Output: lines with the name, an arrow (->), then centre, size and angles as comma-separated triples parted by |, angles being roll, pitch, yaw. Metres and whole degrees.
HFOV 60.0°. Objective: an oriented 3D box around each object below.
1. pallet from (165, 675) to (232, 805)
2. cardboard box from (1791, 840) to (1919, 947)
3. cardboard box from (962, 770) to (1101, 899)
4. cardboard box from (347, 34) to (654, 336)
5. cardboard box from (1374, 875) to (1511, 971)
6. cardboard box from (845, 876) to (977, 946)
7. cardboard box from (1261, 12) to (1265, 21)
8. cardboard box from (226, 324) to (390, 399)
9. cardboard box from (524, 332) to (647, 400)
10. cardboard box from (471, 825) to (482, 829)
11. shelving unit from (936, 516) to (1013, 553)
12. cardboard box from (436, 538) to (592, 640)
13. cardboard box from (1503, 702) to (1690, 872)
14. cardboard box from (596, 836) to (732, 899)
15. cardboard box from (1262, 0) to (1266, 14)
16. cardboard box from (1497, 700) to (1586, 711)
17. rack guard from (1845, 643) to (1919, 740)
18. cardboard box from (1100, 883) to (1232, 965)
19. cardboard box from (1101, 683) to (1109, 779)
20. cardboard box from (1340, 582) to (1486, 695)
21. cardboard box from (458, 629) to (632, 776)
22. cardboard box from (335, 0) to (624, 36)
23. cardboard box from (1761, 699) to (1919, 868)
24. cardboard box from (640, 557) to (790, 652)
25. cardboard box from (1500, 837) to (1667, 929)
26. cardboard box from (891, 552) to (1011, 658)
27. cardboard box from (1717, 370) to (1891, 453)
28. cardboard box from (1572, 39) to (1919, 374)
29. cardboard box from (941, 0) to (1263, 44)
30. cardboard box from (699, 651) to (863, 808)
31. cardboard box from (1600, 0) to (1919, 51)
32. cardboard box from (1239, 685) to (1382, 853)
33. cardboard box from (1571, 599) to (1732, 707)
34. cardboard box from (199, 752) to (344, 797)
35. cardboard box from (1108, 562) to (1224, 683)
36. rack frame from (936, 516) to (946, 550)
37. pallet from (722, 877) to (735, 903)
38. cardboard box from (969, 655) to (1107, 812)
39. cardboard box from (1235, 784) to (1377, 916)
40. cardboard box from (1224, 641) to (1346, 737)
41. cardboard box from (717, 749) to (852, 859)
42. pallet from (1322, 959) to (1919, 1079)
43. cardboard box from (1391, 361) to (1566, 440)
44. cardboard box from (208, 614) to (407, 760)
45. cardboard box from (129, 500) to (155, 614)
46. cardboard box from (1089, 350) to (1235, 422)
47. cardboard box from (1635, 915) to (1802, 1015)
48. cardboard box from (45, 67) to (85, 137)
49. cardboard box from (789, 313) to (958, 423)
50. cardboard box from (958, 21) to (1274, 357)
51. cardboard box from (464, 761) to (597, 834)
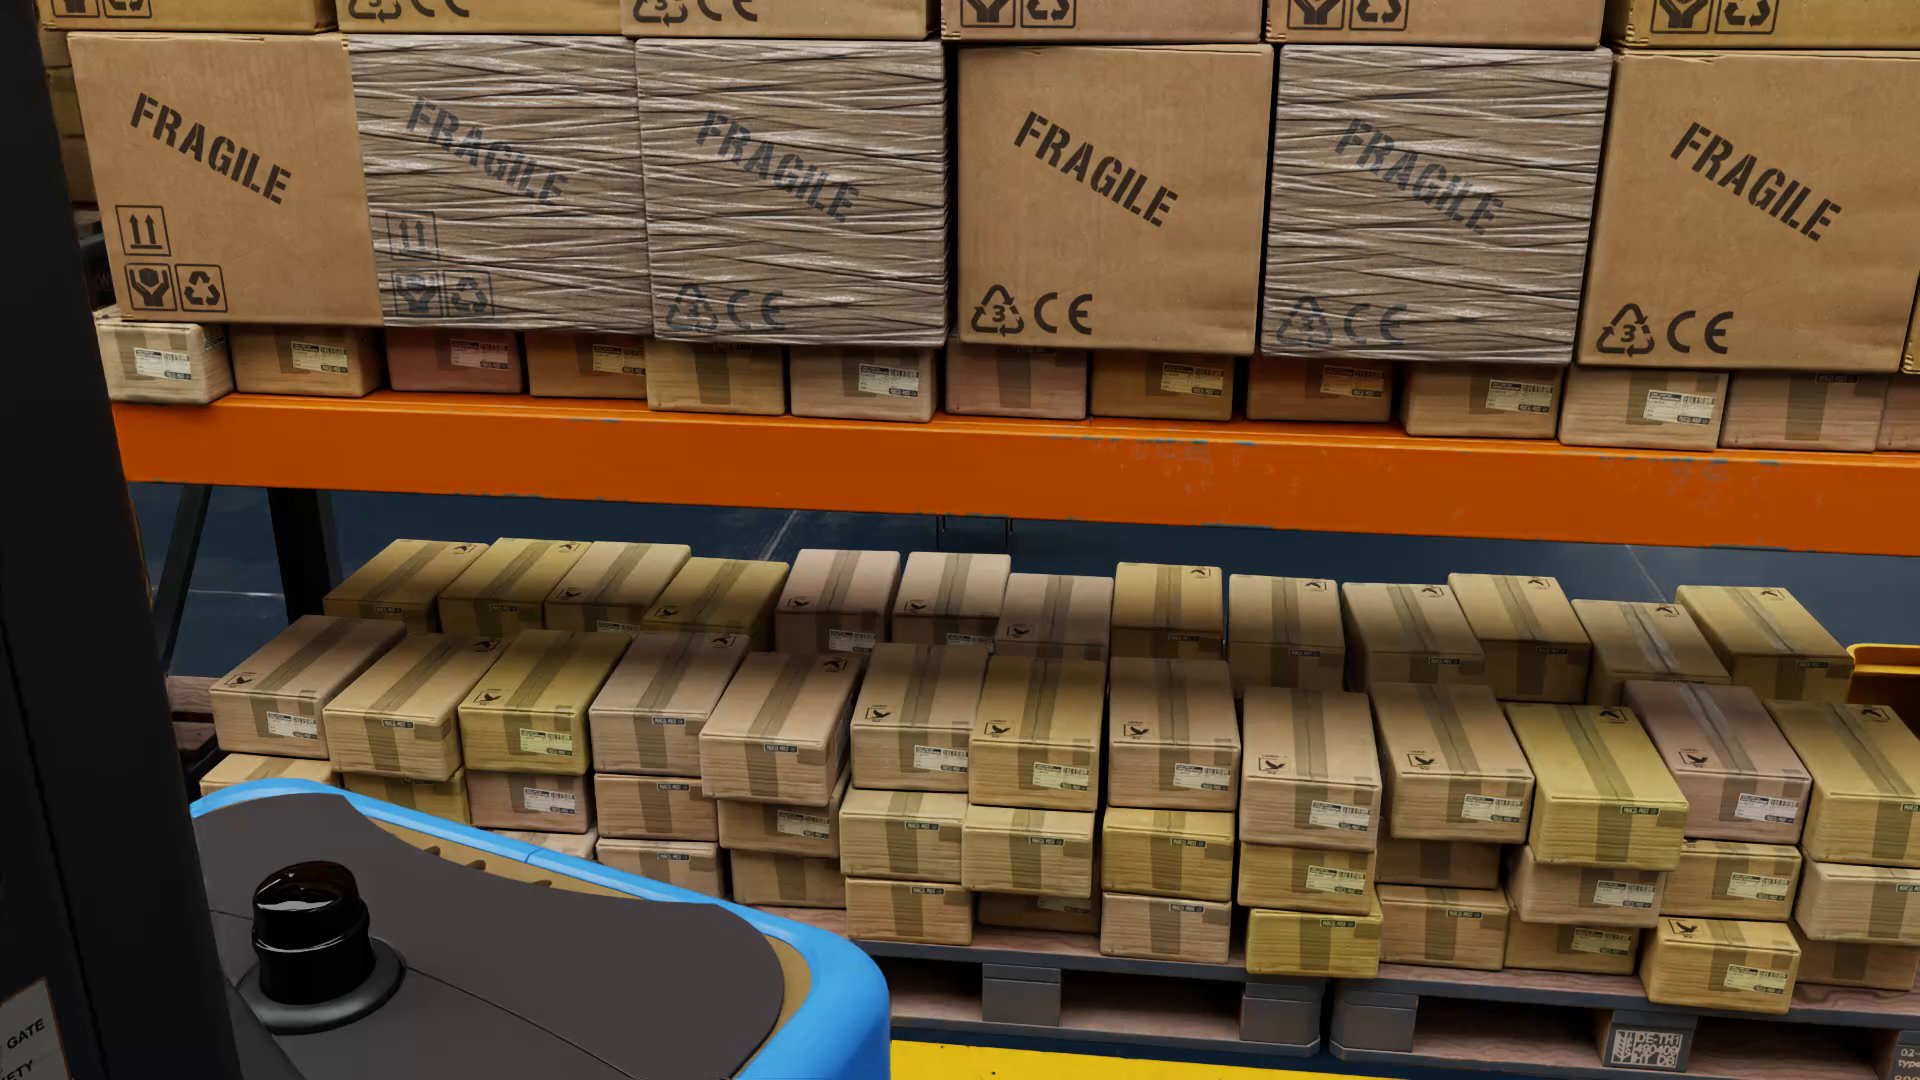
pallet -> -2.476, 0.629, 4.063 | 1.213, 0.211, 1.003 | 2, 22, 6
cardboard box -> 1.712, 0.611, 3.215 | 0.250, 0.149, 0.380 | 2, 22, 5
cardboard box -> 0.151, 0.552, 3.365 | 0.250, 0.149, 0.380 | 3, 22, 7
cardboard box -> -0.748, -0.688, 3.059 | 0.500, 0.500, 0.500 | 2, 22, 6
cardboard box -> 0.956, 0.699, 3.399 | 0.250, 0.149, 0.380 | 3, 22, 7
cardboard box -> -0.086, 0.670, 3.472 | 0.250, 0.149, 0.380 | 2, 22, 5
cardboard box -> 0.837, -0.807, 3.360 | 0.500, 0.500, 0.500 | 3, 22, 7
cardboard box -> -1.195, -0.402, 3.220 | 0.250, 0.149, 0.380 | 3, 22, 8
cardboard box -> -0.655, -0.396, 3.204 | 0.250, 0.149, 0.380 | 2, 22, 4
cardboard box -> -1.115, 0.640, 3.548 | 0.250, 0.149, 0.380 | 3, 22, 8
shelving unit -> 0.053, -0.486, 5.741 | 0.252, 1.050, 0.215 | 2, 22, 6
cardboard box -> -1.060, 0.136, 4.014 | 0.250, 0.149, 0.380 | 3, 22, 7
cardboard box -> 1.199, 0.465, 3.182 | 0.250, 0.149, 0.380 | 2, 22, 5
cardboard box -> -0.604, 0.624, 3.587 | 0.250, 0.149, 0.380 | 2, 22, 5
cardboard box -> 0.839, -1.278, 3.193 | 0.500, 0.500, 0.500 | 2, 22, 5
cardboard box -> 1.261, 0.403, 3.742 | 0.250, 0.149, 0.380 | 3, 22, 7
rack guard -> 2.194, 0.697, 3.497 | 0.348, 0.500, 1.175 | 2, 22, 6
cardboard box -> 0.426, 0.692, 3.417 | 0.250, 0.149, 0.380 | 3, 22, 7
cardboard box -> 0.249, 0.467, 3.985 | 0.250, 0.149, 0.380 | 3, 22, 6
cardboard box -> 1.010, 0.239, 3.753 | 0.250, 0.149, 0.380 | 1, 22, 4
cardboard box -> -0.862, 0.336, 3.508 | 0.250, 0.149, 0.380 | 2, 22, 6
cardboard box -> -0.767, -1.160, 2.892 | 0.500, 0.500, 0.500 | 2, 22, 5
cardboard box -> 1.714, 0.461, 3.190 | 0.250, 0.149, 0.380 | 3, 22, 7
cardboard box -> -0.564, 0.184, 3.893 | 0.250, 0.149, 0.380 | 3, 22, 8
cardboard box -> 1.195, 0.590, 3.270 | 0.250, 0.149, 0.380 | 2, 22, 4
cardboard box -> -0.015, 0.169, 3.930 | 0.250, 0.149, 0.380 | 2, 22, 4
cardboard box -> 1.419, -0.286, 2.925 | 0.250, 0.149, 0.380 | 2, 22, 6
cardboard box -> 1.282, -0.597, 2.828 | 0.500, 0.500, 0.500 | 2, 22, 5
cardboard box -> 0.239, -1.104, 2.751 | 0.500, 0.500, 0.500 | 2, 22, 4
cardboard box -> -0.357, 0.380, 3.397 | 0.250, 0.149, 0.380 | 3, 22, 7
cardboard box -> 1.283, -1.063, 2.648 | 0.500, 0.500, 0.500 | 2, 22, 4
cardboard box -> 0.676, 0.439, 3.246 | 0.250, 0.149, 0.380 | 3, 22, 8
cardboard box -> 1.501, 0.277, 3.656 | 0.250, 0.149, 0.380 | 3, 22, 7
cardboard box -> -1.380, 0.490, 3.523 | 0.250, 0.149, 0.380 | 3, 22, 9
cardboard box -> 0.480, 0.195, 3.863 | 0.250, 0.149, 0.380 | 3, 22, 7
rack frame -> -0.068, -0.491, 5.754 | 0.008, 1.050, 0.200 | 2, 22, 6
pallet -> -1.032, 0.678, 3.938 | 1.213, 0.211, 1.003 | 2, 22, 6
cardboard box -> 0.164, 0.386, 3.380 | 0.250, 0.149, 0.380 | 3, 22, 7
cardboard box -> 0.680, 0.572, 3.315 | 0.250, 0.149, 0.380 | 3, 22, 7
cardboard box -> 0.744, 0.375, 3.812 | 0.250, 0.149, 0.380 | 1, 22, 4
cardboard box -> -0.334, 0.498, 3.501 | 0.250, 0.149, 0.380 | 4, 22, 9
pallet -> 1.391, 0.783, 3.671 | 1.213, 0.211, 1.003 | 2, 22, 6
cardboard box -> 0.905, -0.311, 2.987 | 0.250, 0.149, 0.380 | 2, 22, 4
cardboard box -> -1.385, 0.309, 3.575 | 0.250, 0.149, 0.380 | 3, 22, 8
cardboard box -> -2.405, 0.203, 4.175 | 0.500, 0.500, 0.500 | 3, 22, 8
cardboard box -> 0.378, -0.350, 3.086 | 0.250, 0.149, 0.380 | 3, 22, 7
cardboard box -> 1.455, 0.748, 3.275 | 0.250, 0.149, 0.380 | 3, 22, 8
cardboard box -> -2.040, -1.037, 3.849 | 0.250, 0.149, 0.380 | 3, 22, 7
cardboard box -> -0.146, -0.347, 3.080 | 0.250, 0.149, 0.380 | 3, 22, 9
cardboard box -> 0.283, -0.640, 2.939 | 0.500, 0.500, 0.500 | 4, 22, 9
cardboard box -> -0.872, 0.465, 3.585 | 0.250, 0.149, 0.380 | 2, 22, 6
